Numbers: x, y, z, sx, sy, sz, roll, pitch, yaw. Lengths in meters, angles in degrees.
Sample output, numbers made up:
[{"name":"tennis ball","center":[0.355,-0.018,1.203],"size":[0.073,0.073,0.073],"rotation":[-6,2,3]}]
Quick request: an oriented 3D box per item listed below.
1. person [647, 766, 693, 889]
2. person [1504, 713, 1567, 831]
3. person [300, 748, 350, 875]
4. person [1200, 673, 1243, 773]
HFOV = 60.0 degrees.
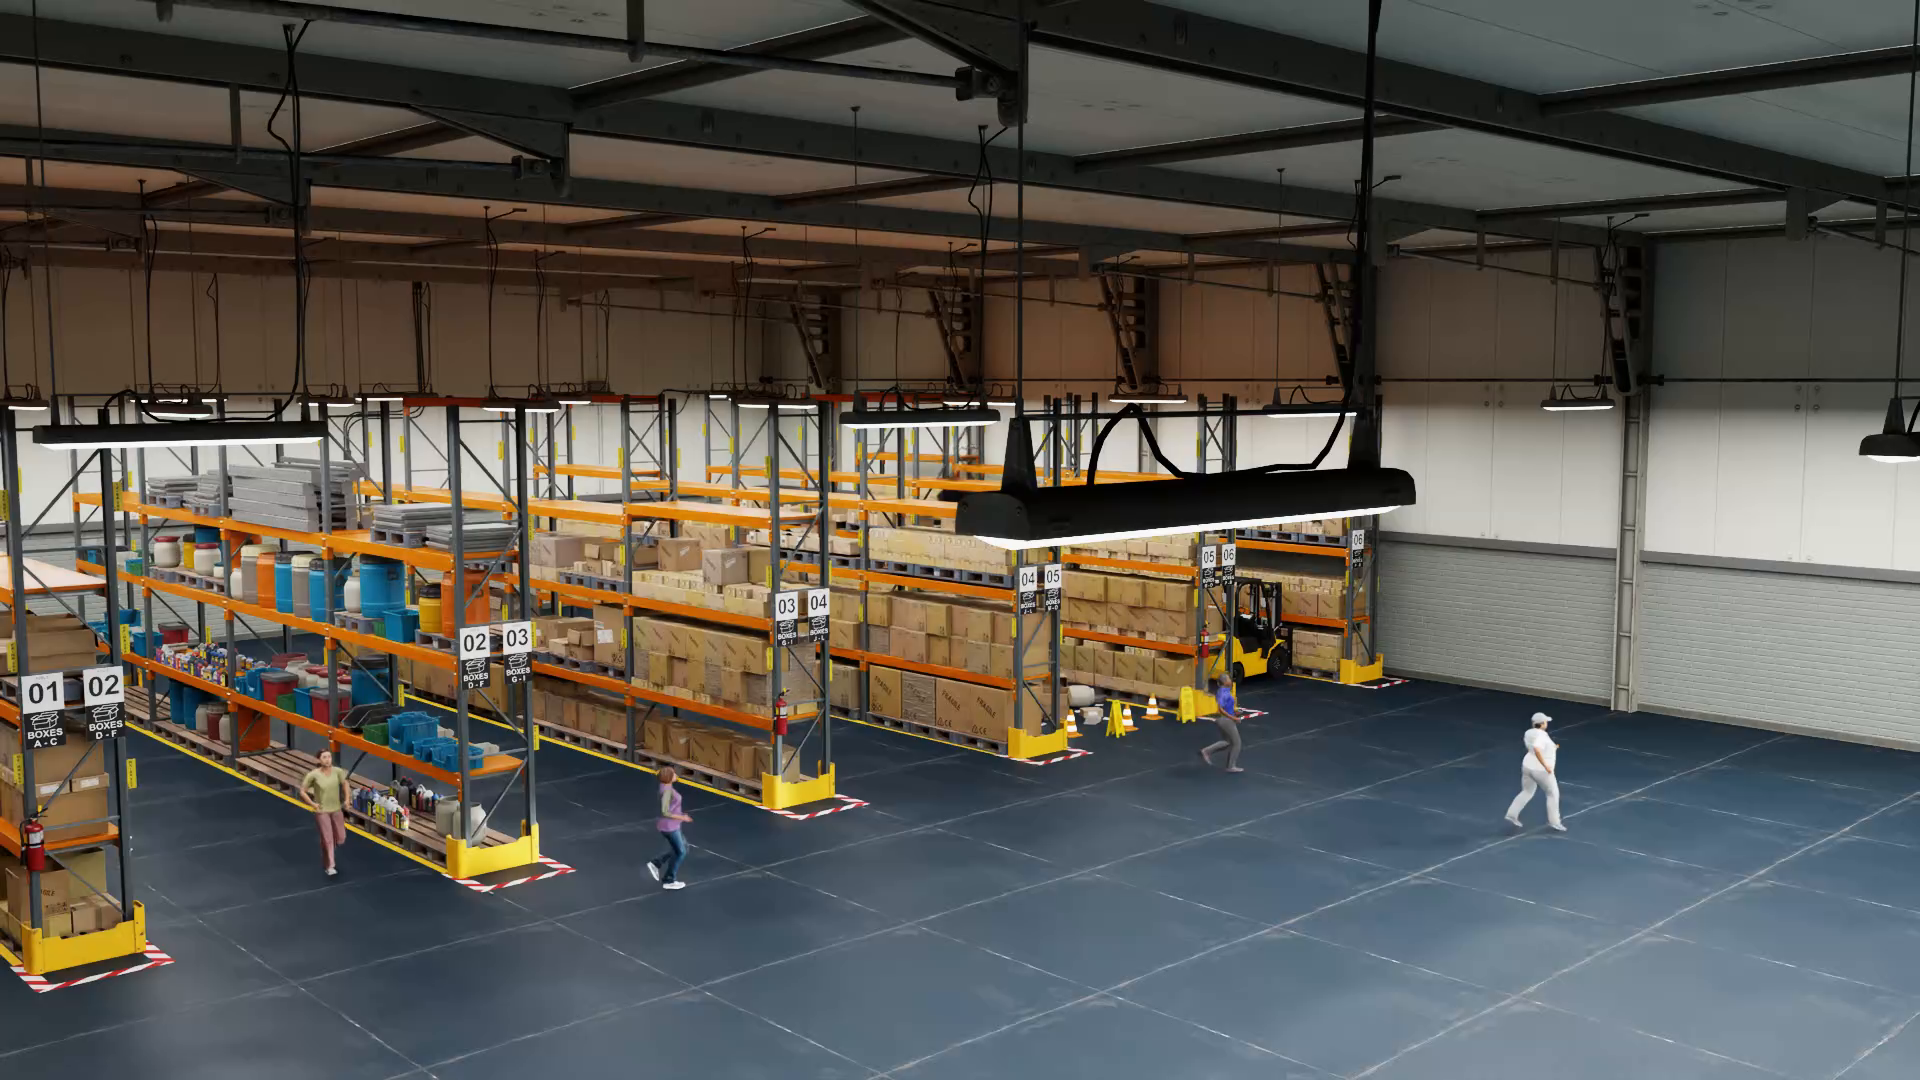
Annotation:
[{"name":"person","center":[-3.605,3.565,20.633],"size":[0.560,1.550,0.532],"rotation":[-1,6,-12]},{"name":"person","center":[8.075,3.245,23.222],"size":[0.877,1.689,0.594],"rotation":[-2,6,-19]},{"name":"person","center":[-8.144,3.457,21.341],"size":[0.624,1.623,0.596],"rotation":[-5,7,-40]},{"name":"person","center":[4.262,2.948,26.772],"size":[0.620,1.597,0.579],"rotation":[0,6,0]}]
